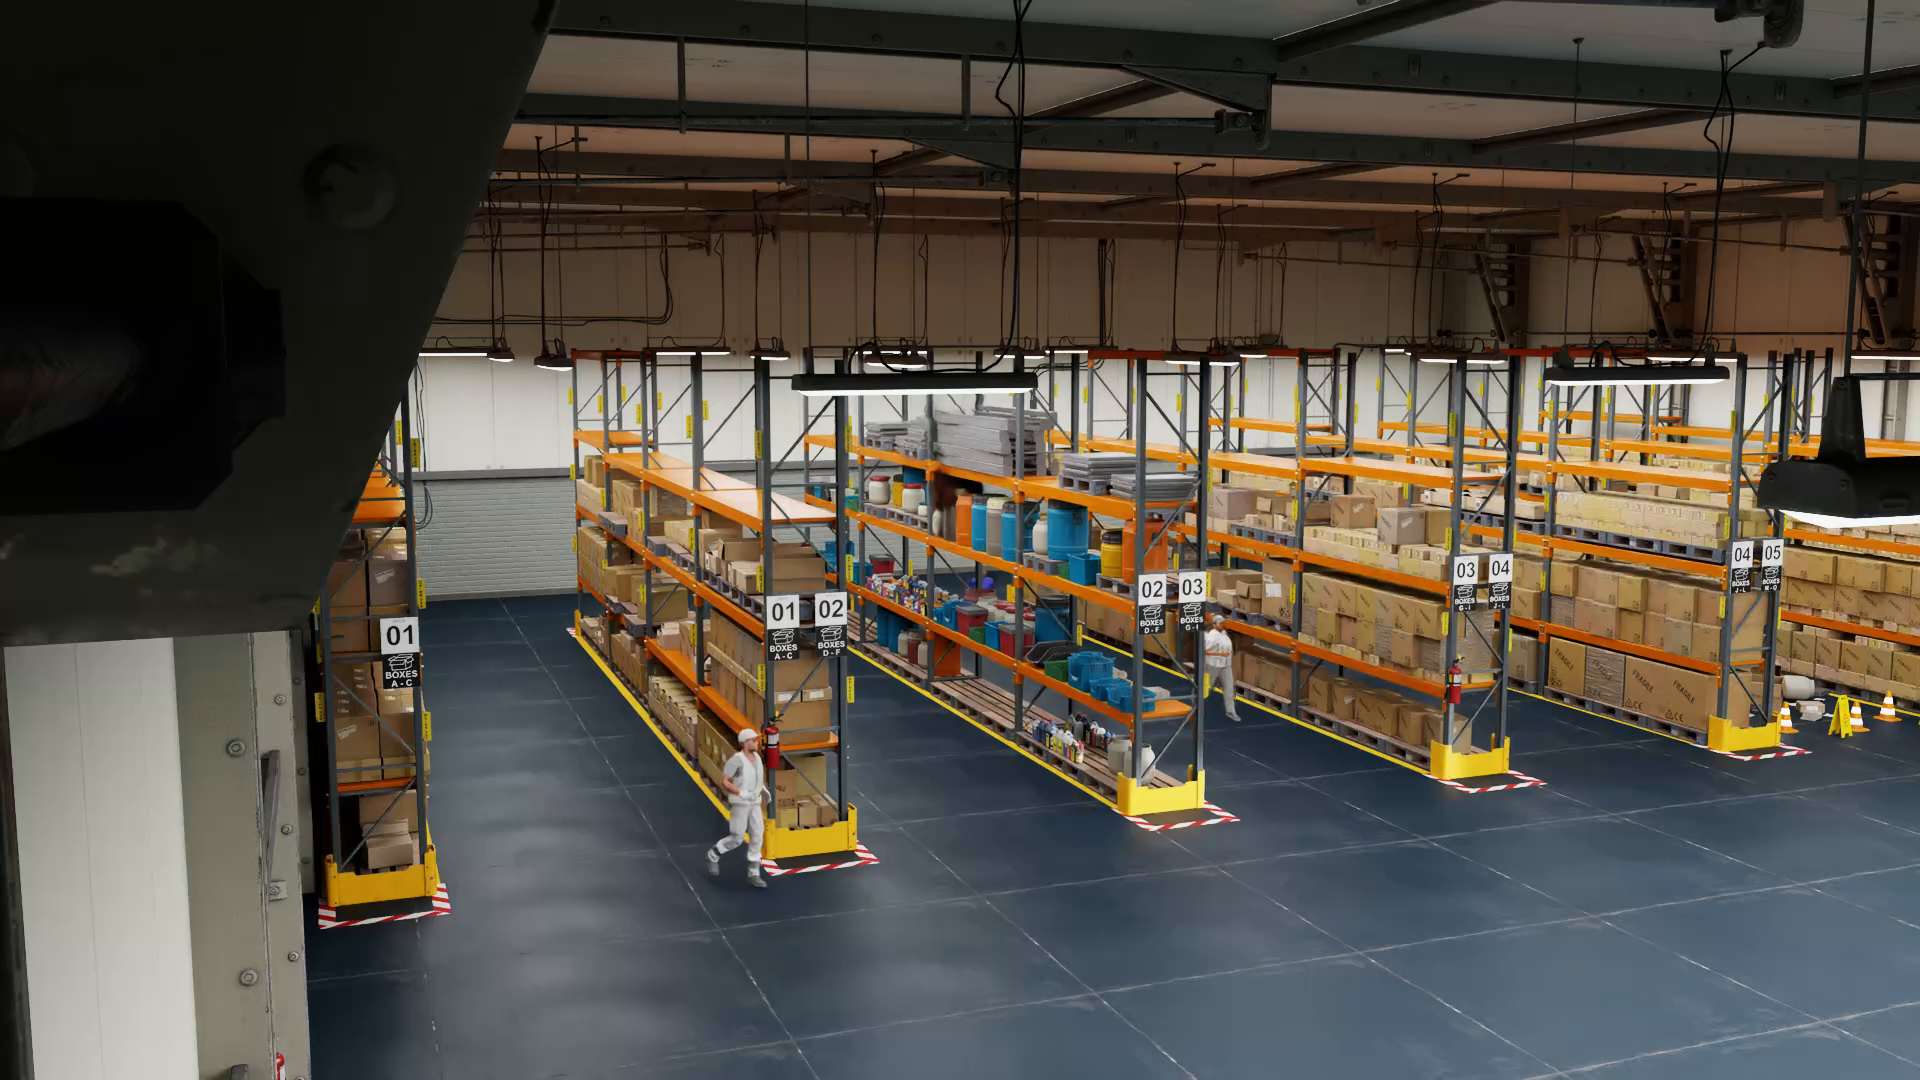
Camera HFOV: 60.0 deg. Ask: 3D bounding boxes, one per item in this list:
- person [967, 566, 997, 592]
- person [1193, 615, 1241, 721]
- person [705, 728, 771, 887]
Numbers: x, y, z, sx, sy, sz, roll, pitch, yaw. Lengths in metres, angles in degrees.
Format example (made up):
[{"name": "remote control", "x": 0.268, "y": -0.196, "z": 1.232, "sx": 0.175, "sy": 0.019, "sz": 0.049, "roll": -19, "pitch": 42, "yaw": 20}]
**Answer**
[{"name": "person", "x": 0.469, "y": 1.358, "z": 33.543, "sx": 0.569, "sy": 1.708, "sz": 0.729, "roll": -3, "pitch": 8, "yaw": -22}, {"name": "person", "x": 4.135, "y": 2.033, "z": 26.657, "sx": 0.606, "sy": 1.679, "sz": 0.924, "roll": -5, "pitch": 9, "yaw": -37}, {"name": "person", "x": -2.469, "y": 3.060, "z": 19.291, "sx": 0.885, "sy": 1.755, "sz": 0.724, "roll": 5, "pitch": 9, "yaw": 35}]
